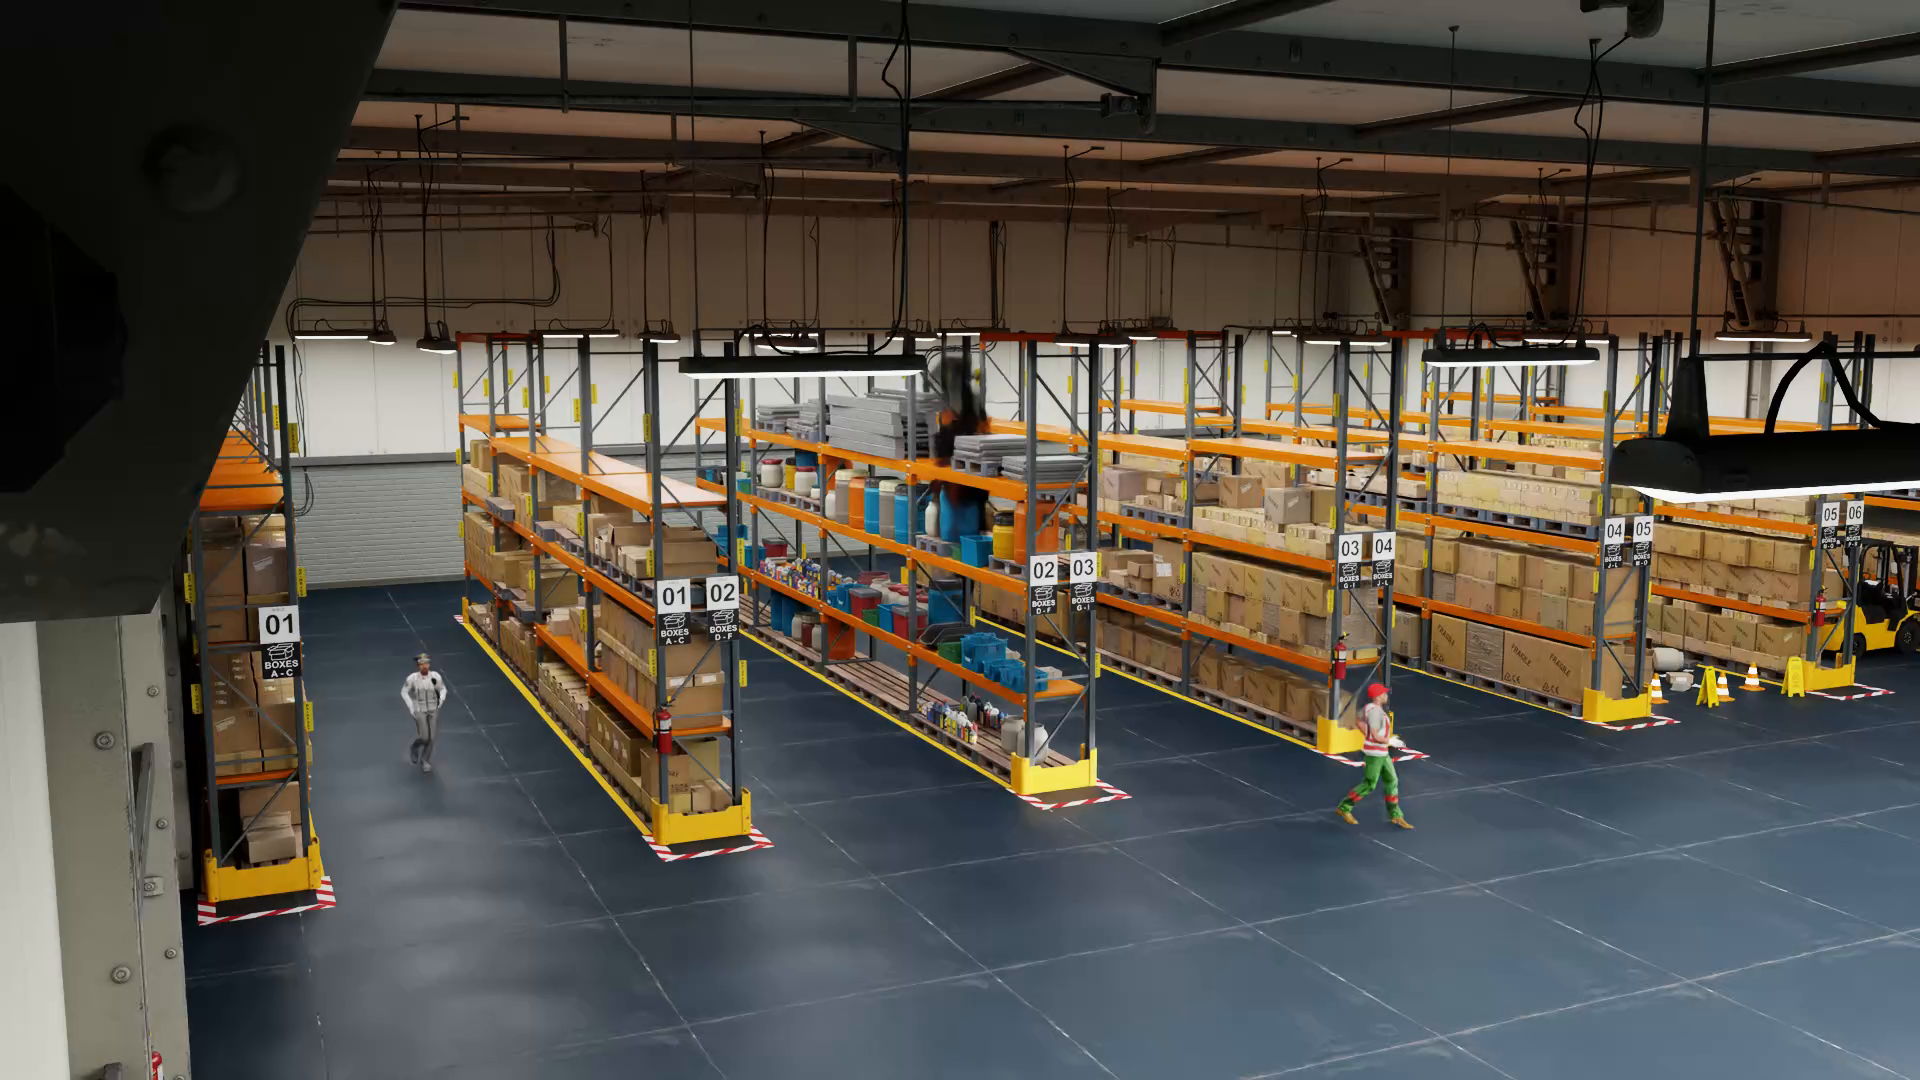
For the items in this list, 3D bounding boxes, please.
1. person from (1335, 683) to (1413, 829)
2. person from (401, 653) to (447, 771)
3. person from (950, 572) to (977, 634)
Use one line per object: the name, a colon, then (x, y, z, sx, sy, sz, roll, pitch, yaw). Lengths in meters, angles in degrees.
person: (5.167, 2.668, 20.623, 0.945, 1.800, 0.698, 2, 8, 15)
person: (-7.447, 2.394, 23.224, 0.604, 1.668, 0.566, -5, 9, -31)
person: (0.044, 1.055, 32.961, 0.650, 1.699, 0.876, -4, 9, -28)
